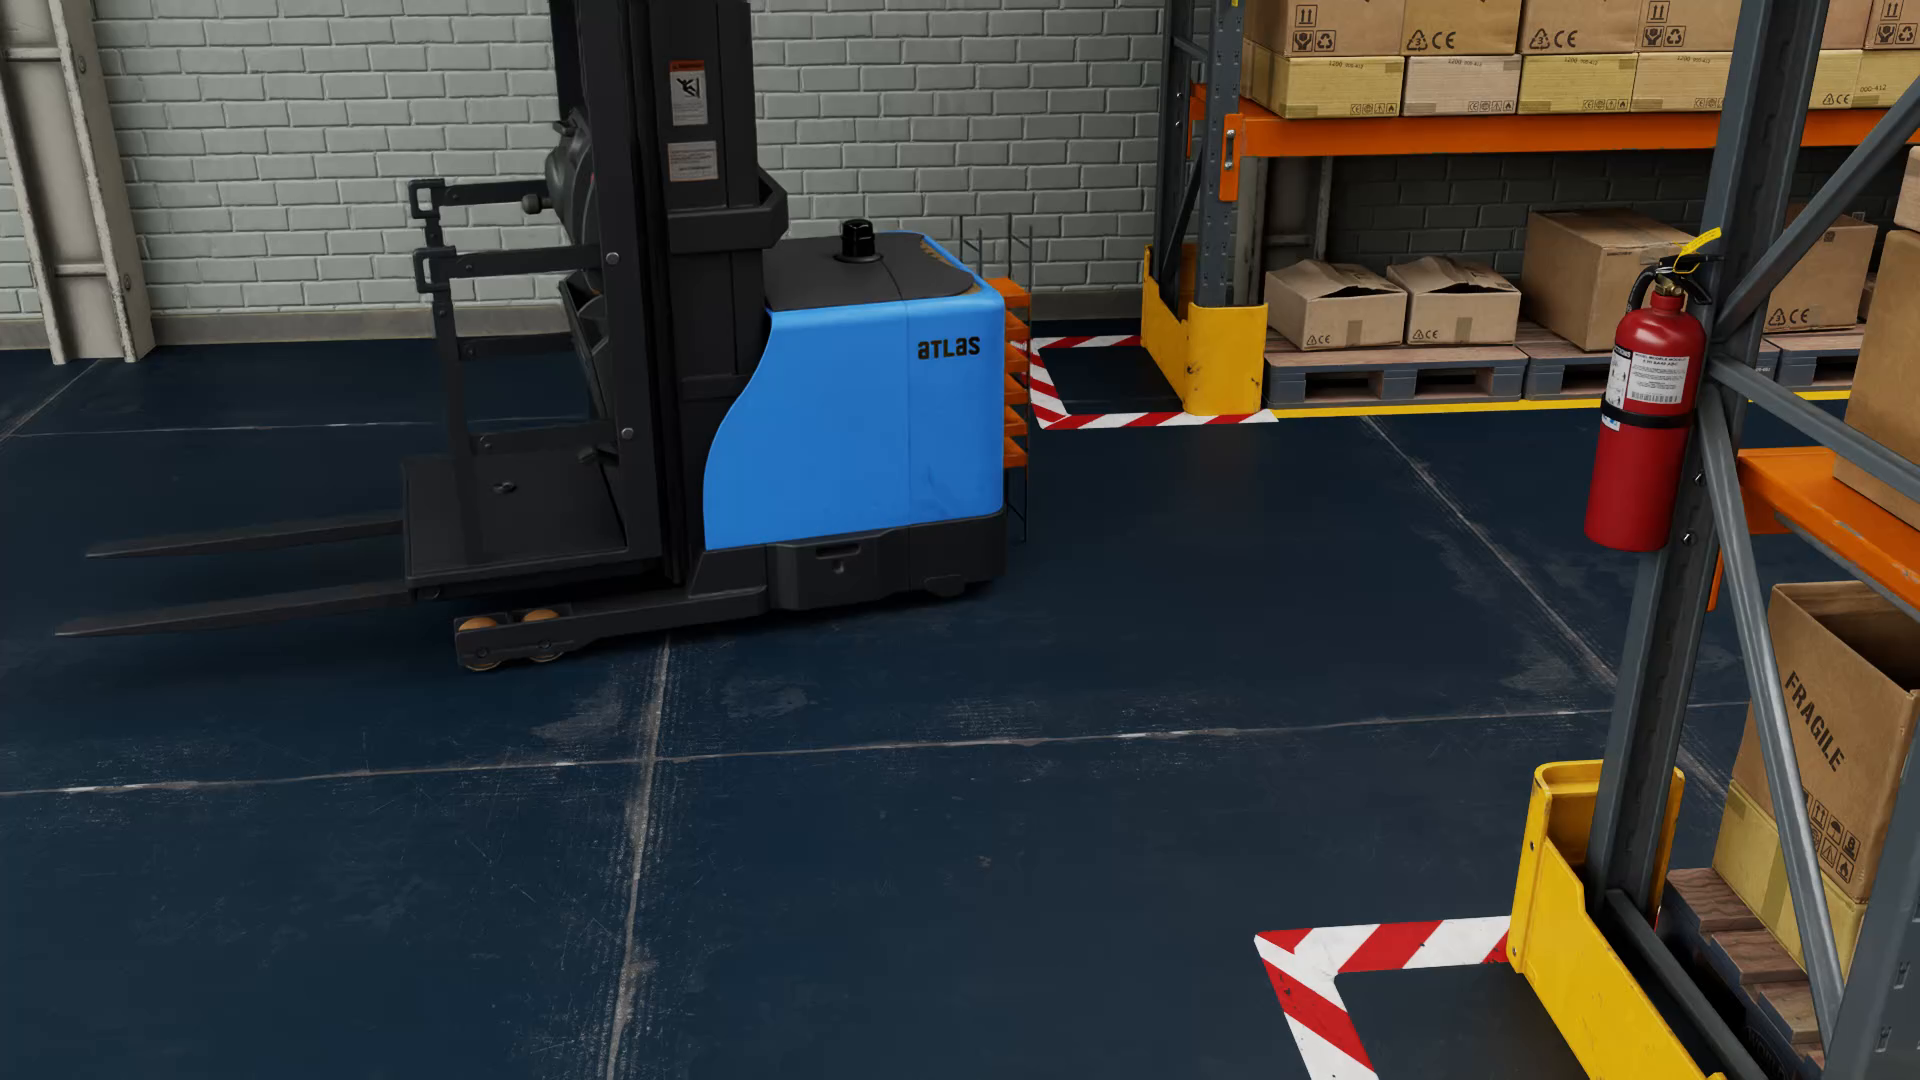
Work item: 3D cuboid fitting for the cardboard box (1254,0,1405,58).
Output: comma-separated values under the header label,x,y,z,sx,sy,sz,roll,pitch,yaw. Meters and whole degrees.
label,x,y,z,sx,sy,sz,roll,pitch,yaw
cardboard box,1.576,-2.349,7.079,0.500,0.500,0.500,-2,24,-5

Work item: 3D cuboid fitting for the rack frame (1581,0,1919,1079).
label,x,y,z,sx,sy,sz,roll,pitch,yaw
rack frame,1.562,-0.166,2.931,0.127,3.000,1.000,-2,24,-5

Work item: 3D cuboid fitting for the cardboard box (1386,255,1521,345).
label,x,y,z,sx,sy,sz,roll,pitch,yaw
cardboard box,2.336,-1.155,7.923,0.500,0.311,0.500,0,24,-1

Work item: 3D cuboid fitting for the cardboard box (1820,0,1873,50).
label,x,y,z,sx,sy,sz,roll,pitch,yaw
cardboard box,3.613,-2.429,7.259,0.500,0.500,0.500,-3,24,-7

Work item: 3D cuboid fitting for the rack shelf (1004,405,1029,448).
label,x,y,z,sx,sy,sz,roll,pitch,yaw
rack shelf,0.125,-0.418,6.119,0.180,0.103,0.258,-7,25,-16

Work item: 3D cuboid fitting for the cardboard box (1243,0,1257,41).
label,x,y,z,sx,sy,sz,roll,pitch,yaw
cardboard box,1.519,-2.556,7.545,0.500,0.500,0.500,-3,24,-6

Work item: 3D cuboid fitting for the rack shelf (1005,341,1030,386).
label,x,y,z,sx,sy,sz,roll,pitch,yaw
rack shelf,0.125,-0.638,6.021,0.180,0.103,0.258,-7,25,-16

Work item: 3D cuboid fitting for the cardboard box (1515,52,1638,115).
label,x,y,z,sx,sy,sz,roll,pitch,yaw
cardboard box,2.611,-2.044,7.317,0.500,0.250,0.500,-3,24,-6

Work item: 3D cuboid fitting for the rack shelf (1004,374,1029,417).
label,x,y,z,sx,sy,sz,roll,pitch,yaw
rack shelf,0.125,-0.528,6.070,0.180,0.103,0.258,-7,25,-16

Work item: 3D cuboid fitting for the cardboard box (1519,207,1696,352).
label,x,y,z,sx,sy,sz,roll,pitch,yaw
cardboard box,3.071,-1.250,7.905,0.500,0.500,0.700,-4,24,-8

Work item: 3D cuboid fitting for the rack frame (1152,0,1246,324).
label,x,y,z,sx,sy,sz,roll,pitch,yaw
rack frame,1.071,-2.168,7.435,0.127,3.000,1.000,-2,24,-5

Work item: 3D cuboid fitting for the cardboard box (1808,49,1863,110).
label,x,y,z,sx,sy,sz,roll,pitch,yaw
cardboard box,3.614,-2.084,7.406,0.500,0.250,0.500,-2,24,-5

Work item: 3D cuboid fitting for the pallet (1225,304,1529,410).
label,x,y,z,sx,sy,sz,roll,pitch,yaw
pallet,1.959,-0.915,8.049,1.213,0.211,1.003,-2,24,-5

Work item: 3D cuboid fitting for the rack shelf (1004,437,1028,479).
label,x,y,z,sx,sy,sz,roll,pitch,yaw
rack shelf,0.125,-0.309,6.168,0.180,0.103,0.258,-7,25,-16

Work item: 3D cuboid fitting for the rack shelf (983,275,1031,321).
label,x,y,z,sx,sy,sz,roll,pitch,yaw
rack shelf,0.125,-0.857,5.924,0.180,0.103,0.258,-7,25,-16

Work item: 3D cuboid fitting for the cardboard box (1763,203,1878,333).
label,x,y,z,sx,sy,sz,roll,pitch,yaw
cardboard box,4.023,-1.329,8.083,0.500,0.500,0.500,-4,24,-9

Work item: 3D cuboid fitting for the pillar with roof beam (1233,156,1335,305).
label,x,y,z,sx,sy,sz,roll,pitch,yaw
pillar with roof beam,2.106,-3.547,3.151,0.400,9.000,9.100,-2,24,-5

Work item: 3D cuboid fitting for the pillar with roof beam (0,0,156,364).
label,x,y,z,sx,sy,sz,roll,pitch,yaw
pillar with roof beam,-3.865,-3.308,2.612,0.400,9.000,9.100,-2,24,-5

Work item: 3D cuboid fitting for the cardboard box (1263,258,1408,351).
label,x,y,z,sx,sy,sz,roll,pitch,yaw
cardboard box,1.768,-1.132,7.872,0.500,0.311,0.500,-5,24,-11

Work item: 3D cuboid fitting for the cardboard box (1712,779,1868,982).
label,x,y,z,sx,sy,sz,roll,pitch,yaw
cardboard box,2.066,0.758,3.721,0.500,0.250,0.500,-2,24,-5

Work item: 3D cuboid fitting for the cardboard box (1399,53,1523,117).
label,x,y,z,sx,sy,sz,roll,pitch,yaw
cardboard box,2.103,-2.027,7.276,0.500,0.250,0.500,-3,24,-7

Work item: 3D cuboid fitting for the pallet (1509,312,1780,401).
label,x,y,z,sx,sy,sz,roll,pitch,yaw
pallet,3.170,-0.963,8.156,1.213,0.211,1.003,-2,24,-5

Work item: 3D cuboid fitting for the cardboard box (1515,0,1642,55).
label,x,y,z,sx,sy,sz,roll,pitch,yaw
cardboard box,2.583,-2.383,7.155,0.500,0.500,0.500,-3,24,-7

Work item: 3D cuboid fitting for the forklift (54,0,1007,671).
label,x,y,z,sx,sy,sz,roll,pitch,yaw
forklift,-1.412,-1.162,5.257,3.031,2.935,1.130,-7,25,-16

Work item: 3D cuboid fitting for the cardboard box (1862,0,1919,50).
label,x,y,z,sx,sy,sz,roll,pitch,yaw
cardboard box,4.115,-2.445,7.295,0.500,0.500,0.500,-2,24,-5

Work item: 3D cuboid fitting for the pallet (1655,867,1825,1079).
label,x,y,z,sx,sy,sz,roll,pitch,yaw
pallet,2.319,1.061,3.604,1.213,0.211,1.003,-2,24,-5

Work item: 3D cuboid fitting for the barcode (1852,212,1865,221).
label,x,y,z,sx,sy,sz,roll,pitch,yaw
barcode,4.491,-1.608,8.317,0.075,0.075,0.001,-2,24,-5

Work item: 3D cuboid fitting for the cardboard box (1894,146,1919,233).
label,x,y,z,sx,sy,sz,roll,pitch,yaw
cardboard box,1.923,-0.601,2.986,0.250,0.149,0.380,-3,24,-6

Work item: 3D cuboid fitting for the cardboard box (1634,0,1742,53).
label,x,y,z,sx,sy,sz,roll,pitch,yaw
cardboard box,3.096,-2.408,7.212,0.500,0.500,0.500,-2,24,-3

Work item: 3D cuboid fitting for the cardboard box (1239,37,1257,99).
label,x,y,z,sx,sy,sz,roll,pitch,yaw
cardboard box,1.517,-2.206,7.680,0.500,0.250,0.500,-2,24,-4

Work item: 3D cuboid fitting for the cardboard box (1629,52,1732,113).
label,x,y,z,sx,sy,sz,roll,pitch,yaw
cardboard box,3.114,-2.064,7.360,0.500,0.250,0.500,-2,24,-5

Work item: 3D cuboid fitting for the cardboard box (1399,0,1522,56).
label,x,y,z,sx,sy,sz,roll,pitch,yaw
cardboard box,2.068,-2.365,7.114,0.500,0.500,0.500,-2,24,-5

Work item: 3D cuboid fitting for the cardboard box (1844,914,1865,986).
label,x,y,z,sx,sy,sz,roll,pitch,yaw
cardboard box,2.117,0.967,3.250,0.500,0.250,0.500,-2,24,-5

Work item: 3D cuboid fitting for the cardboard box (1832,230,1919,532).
label,x,y,z,sx,sy,sz,roll,pitch,yaw
cardboard box,2.027,-0.225,2.941,0.500,0.500,0.700,-2,24,-5

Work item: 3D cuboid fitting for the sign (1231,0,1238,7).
label,x,y,z,sx,sy,sz,roll,pitch,yaw
sign,1.125,-2.345,6.766,0.005,0.325,0.100,-2,24,-5

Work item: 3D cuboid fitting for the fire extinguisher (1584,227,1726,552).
label,x,y,z,sx,sy,sz,roll,pitch,yaw
fire extinguisher,1.398,-0.314,3.358,0.183,0.674,0.296,-2,24,-5

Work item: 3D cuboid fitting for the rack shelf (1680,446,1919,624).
label,x,y,z,sx,sy,sz,roll,pitch,yaw
rack shelf,3.552,0.083,3.256,4.000,0.370,1.077,-2,24,-5

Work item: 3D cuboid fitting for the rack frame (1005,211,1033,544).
label,x,y,z,sx,sy,sz,roll,pitch,yaw
rack frame,0.212,-0.580,6.077,0.006,1.200,0.240,-7,25,-16

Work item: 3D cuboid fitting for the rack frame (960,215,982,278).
label,x,y,z,sx,sy,sz,roll,pitch,yaw
rack frame,0.038,-0.557,6.027,0.006,1.200,0.240,-7,25,-16

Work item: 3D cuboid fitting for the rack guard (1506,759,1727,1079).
label,x,y,z,sx,sy,sz,roll,pitch,yaw
rack guard,1.538,0.977,3.436,0.348,0.500,1.175,-2,24,-5

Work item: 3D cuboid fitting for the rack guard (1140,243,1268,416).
label,x,y,z,sx,sy,sz,roll,pitch,yaw
rack guard,1.147,-1.029,7.950,0.348,0.500,1.175,-2,24,-5

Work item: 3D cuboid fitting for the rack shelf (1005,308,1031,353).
label,x,y,z,sx,sy,sz,roll,pitch,yaw
rack shelf,0.125,-0.747,5.973,0.180,0.103,0.258,-7,25,-16

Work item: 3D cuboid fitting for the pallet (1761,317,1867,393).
label,x,y,z,sx,sy,sz,roll,pitch,yaw
pallet,4.387,-1.013,8.268,1.213,0.211,1.003,-2,24,-5

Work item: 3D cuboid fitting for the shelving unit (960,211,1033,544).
label,x,y,z,sx,sy,sz,roll,pitch,yaw
shelving unit,0.125,-0.569,6.052,0.189,1.200,0.258,-7,25,-16

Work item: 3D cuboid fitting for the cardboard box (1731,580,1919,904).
label,x,y,z,sx,sy,sz,roll,pitch,yaw
cardboard box,2.066,0.414,3.570,0.500,0.500,0.500,-2,24,-5

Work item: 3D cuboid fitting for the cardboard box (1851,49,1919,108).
label,x,y,z,sx,sy,sz,roll,pitch,yaw
cardboard box,4.113,-2.111,7.465,0.500,0.250,0.500,-2,24,-5

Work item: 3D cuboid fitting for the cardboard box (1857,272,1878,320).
label,x,y,z,sx,sy,sz,roll,pitch,yaw
cardboard box,4.522,-1.201,8.205,0.250,0.166,0.380,-5,25,-12

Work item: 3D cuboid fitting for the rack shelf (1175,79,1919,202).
label,x,y,z,sx,sy,sz,roll,pitch,yaw
rack shelf,3.061,-1.919,7.761,4.000,0.370,1.077,-2,24,-5

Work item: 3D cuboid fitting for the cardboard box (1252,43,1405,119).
label,x,y,z,sx,sy,sz,roll,pitch,yaw
cardboard box,1.588,-2.000,7.217,0.500,0.250,0.500,-3,24,-7
